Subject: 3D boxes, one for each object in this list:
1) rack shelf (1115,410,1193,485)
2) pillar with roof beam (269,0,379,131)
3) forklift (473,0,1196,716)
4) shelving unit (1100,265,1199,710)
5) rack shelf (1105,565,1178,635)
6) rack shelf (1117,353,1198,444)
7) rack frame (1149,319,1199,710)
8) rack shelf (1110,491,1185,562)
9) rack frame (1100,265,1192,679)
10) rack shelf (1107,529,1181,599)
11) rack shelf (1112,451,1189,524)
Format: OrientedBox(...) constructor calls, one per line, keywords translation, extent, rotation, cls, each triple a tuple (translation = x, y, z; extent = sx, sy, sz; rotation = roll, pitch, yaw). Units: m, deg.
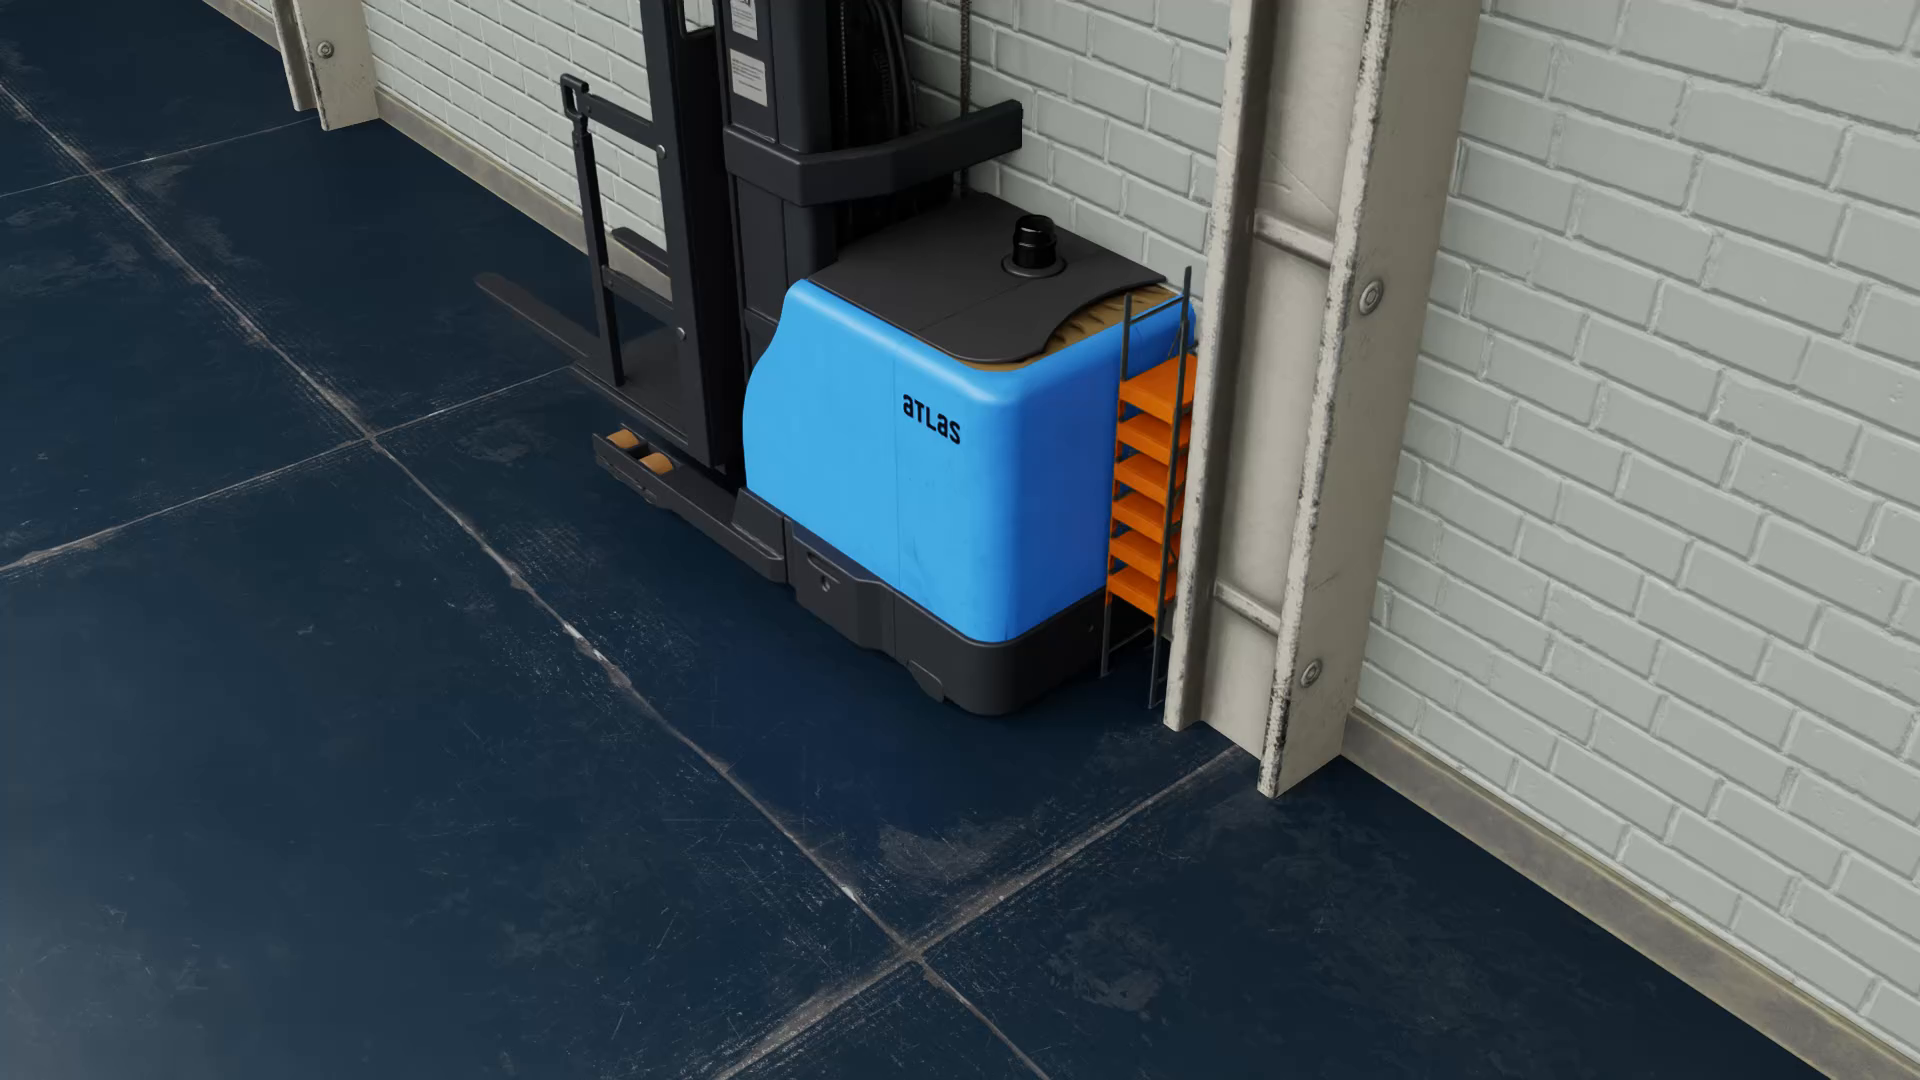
OrientedBox(translation=(0.549, -0.266, 4.250), extent=(0.258, 0.103, 0.180), rotation=(-28, 44, -34), cls="rack shelf")
OrientedBox(translation=(-6.363, -4.189, 3.379), extent=(9.100, 9.000, 0.400), rotation=(-26, 43, -32), cls="pillar with roof beam")
OrientedBox(translation=(-0.562, -1.489, 4.816), extent=(1.130, 2.935, 3.031), rotation=(-28, 44, -34), cls="forklift")
OrientedBox(translation=(0.549, -0.107, 4.363), extent=(0.258, 1.200, 0.189), rotation=(-28, 44, -34), cls="shelving unit")
OrientedBox(translation=(0.549, 0.125, 4.527), extent=(0.258, 0.103, 0.180), rotation=(-28, 44, -34), cls="rack shelf")
OrientedBox(translation=(0.549, -0.364, 4.180), extent=(0.258, 0.103, 0.180), rotation=(-28, 44, -34), cls="rack shelf")
OrientedBox(translation=(0.611, -0.068, 4.308), extent=(0.240, 1.200, 0.006), rotation=(-28, 44, -34), cls="rack frame")
OrientedBox(translation=(0.549, -0.071, 4.388), extent=(0.258, 0.103, 0.180), rotation=(-28, 44, -34), cls="rack shelf")
OrientedBox(translation=(0.487, -0.146, 4.418), extent=(0.240, 1.200, 0.006), rotation=(-28, 44, -34), cls="rack frame")
OrientedBox(translation=(0.549, 0.027, 4.458), extent=(0.258, 0.103, 0.180), rotation=(-28, 44, -34), cls="rack shelf")
OrientedBox(translation=(0.549, -0.169, 4.319), extent=(0.258, 0.103, 0.180), rotation=(-28, 44, -34), cls="rack shelf")
